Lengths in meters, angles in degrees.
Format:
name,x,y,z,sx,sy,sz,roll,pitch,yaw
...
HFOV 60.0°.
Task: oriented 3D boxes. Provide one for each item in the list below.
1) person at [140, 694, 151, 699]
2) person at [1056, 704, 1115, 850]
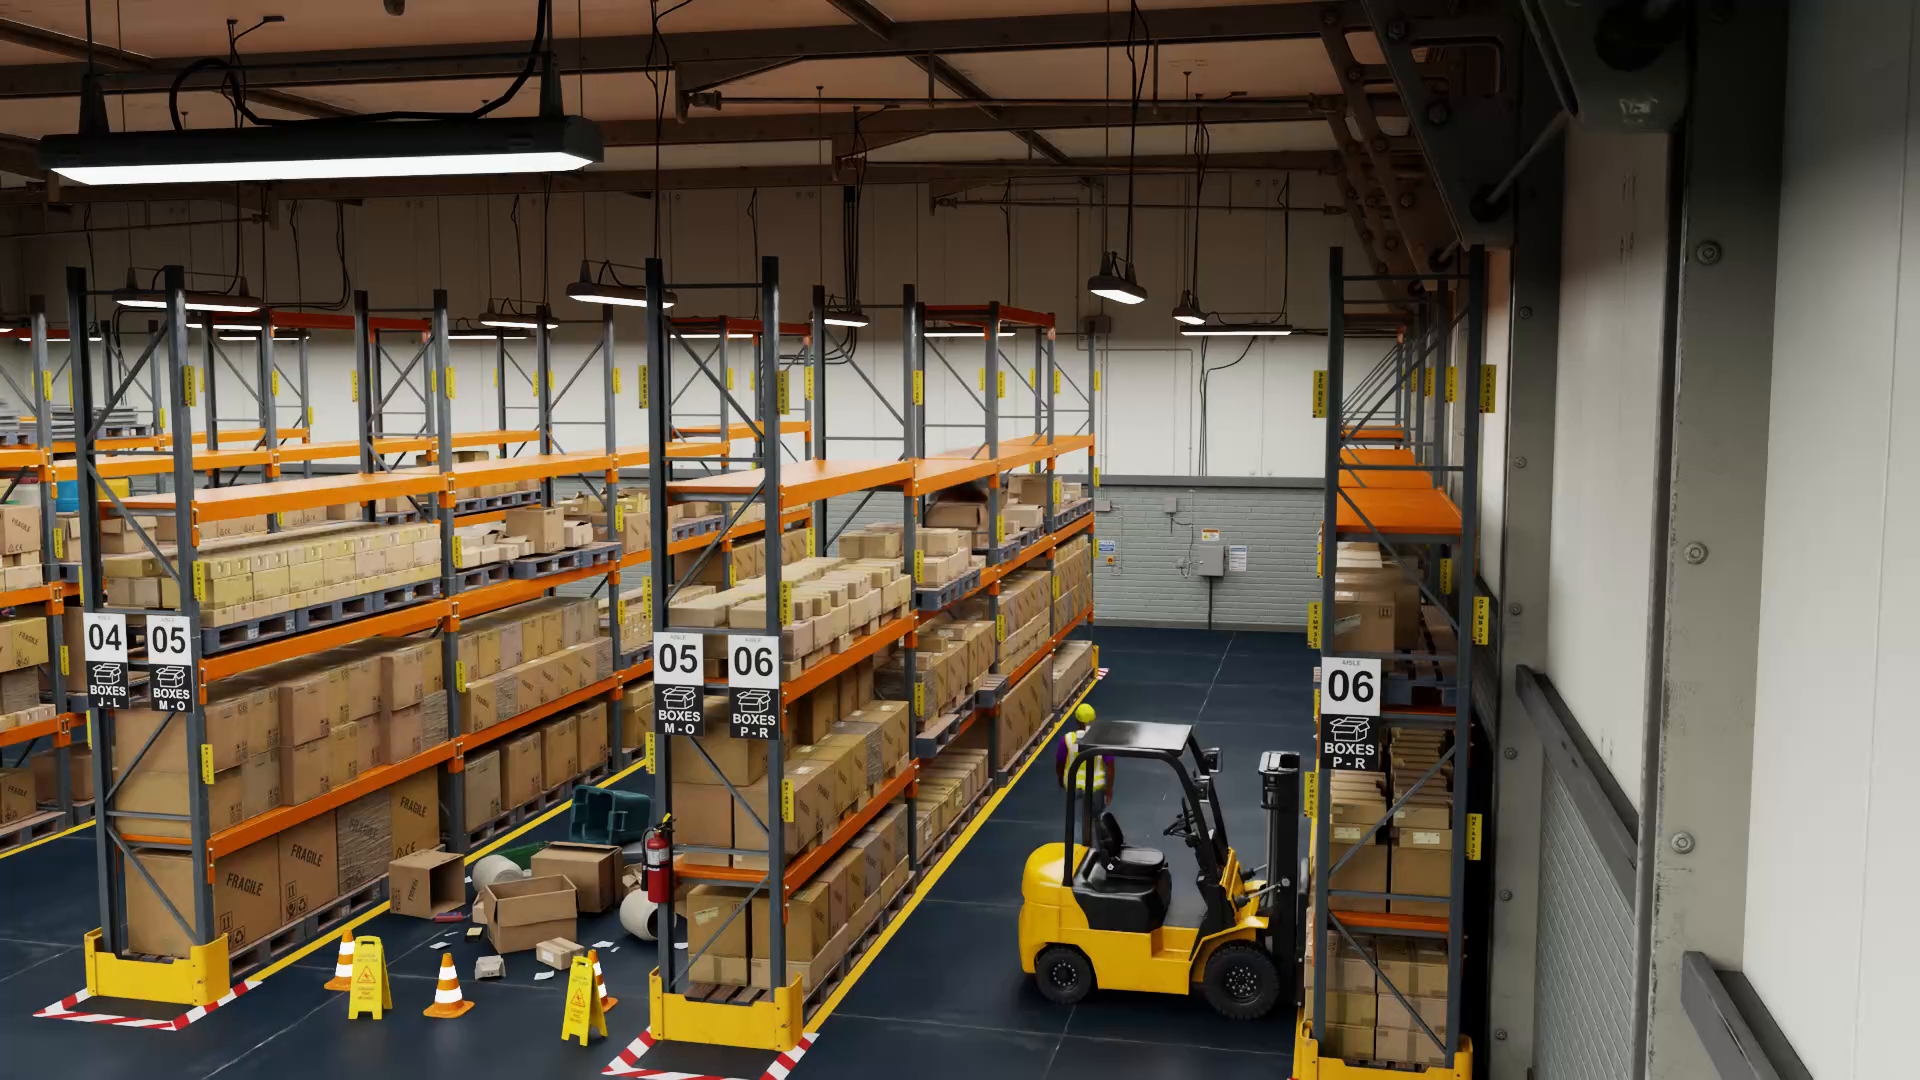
name,x,y,z,sx,sy,sz,roll,pitch,yaw
person,-8.888,2.500,18.336,0.383,1.653,0.534,3,7,28
person,1.294,2.557,17.149,0.607,1.792,0.693,1,6,8
